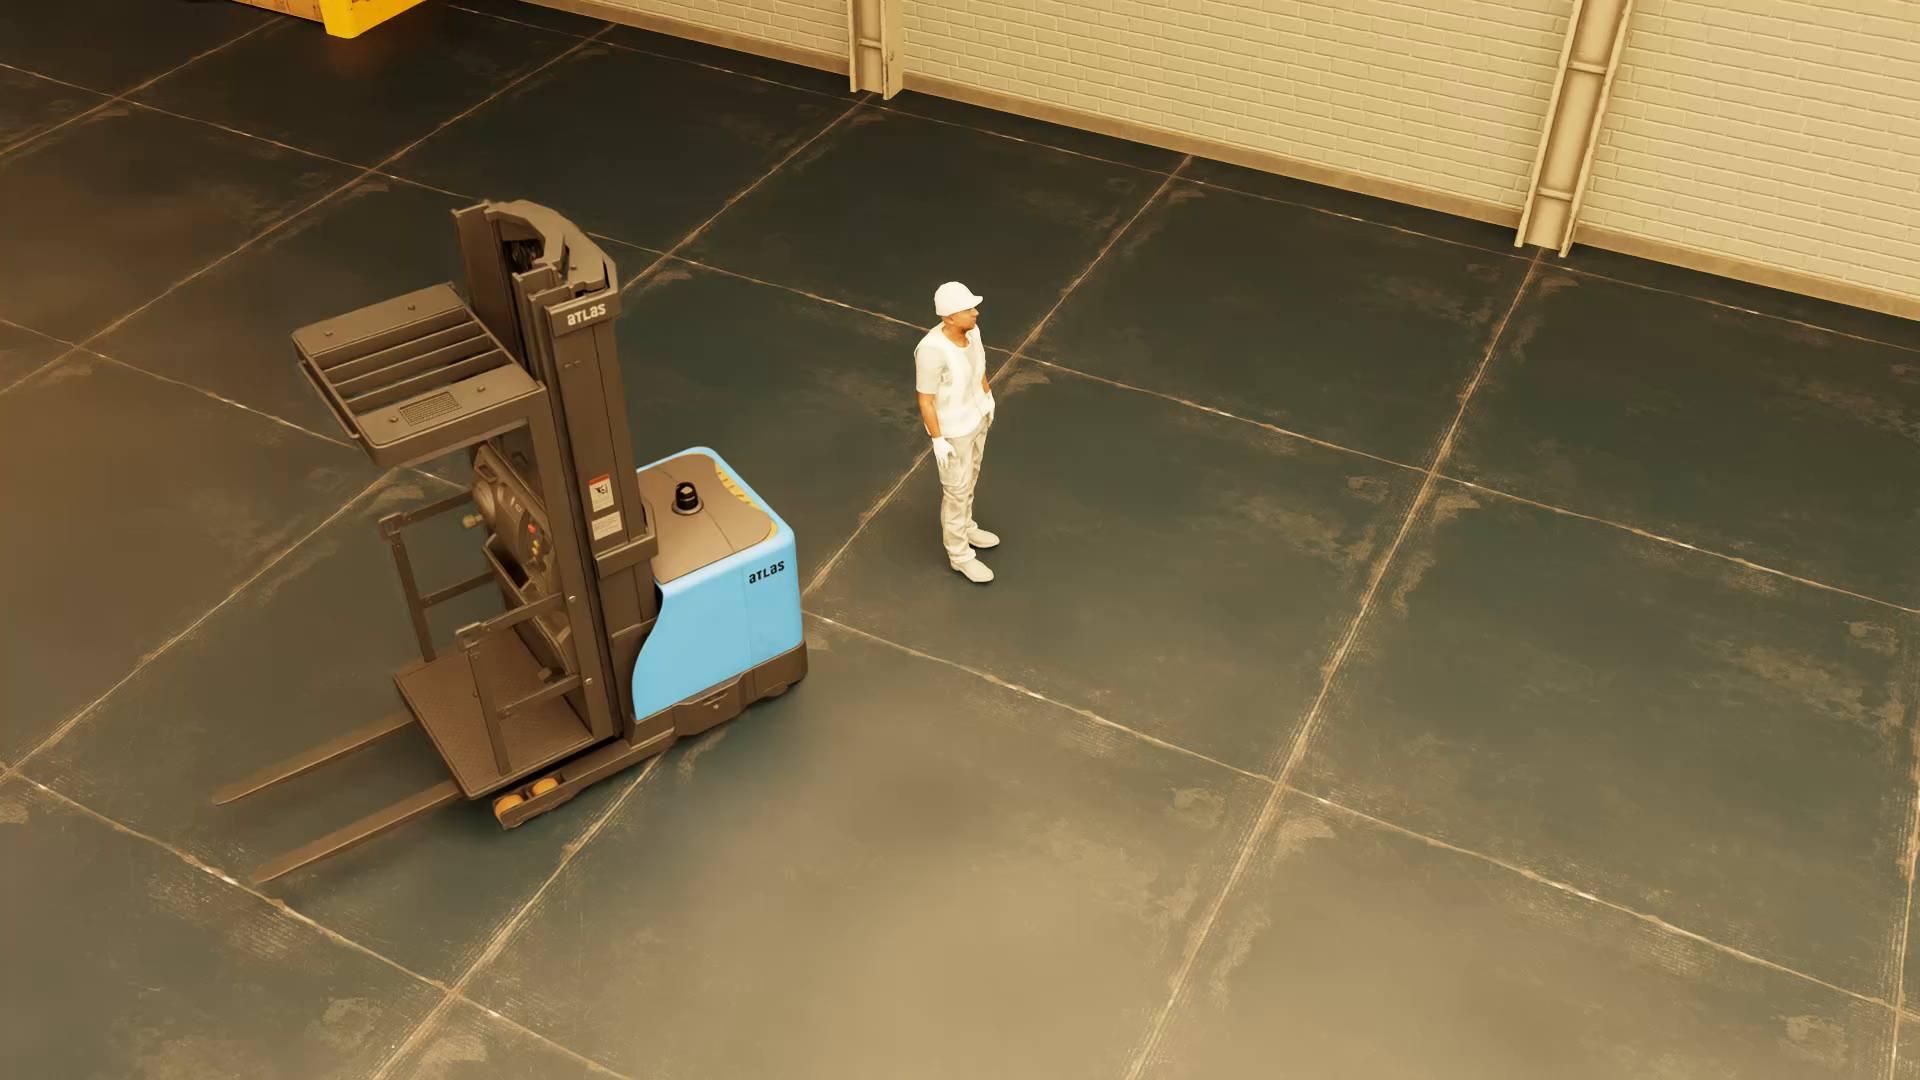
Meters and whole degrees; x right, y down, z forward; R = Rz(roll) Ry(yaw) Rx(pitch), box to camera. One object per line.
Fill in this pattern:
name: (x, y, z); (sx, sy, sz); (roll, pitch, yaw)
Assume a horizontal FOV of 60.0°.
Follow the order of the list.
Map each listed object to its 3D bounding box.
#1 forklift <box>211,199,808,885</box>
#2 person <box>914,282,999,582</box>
forklift: (-2.346, -0.041, 8.035); (3.031, 2.935, 1.130); (-25, 46, -26)
person: (0.061, -0.661, 9.652); (0.575, 1.785, 0.657); (18, 43, 21)
